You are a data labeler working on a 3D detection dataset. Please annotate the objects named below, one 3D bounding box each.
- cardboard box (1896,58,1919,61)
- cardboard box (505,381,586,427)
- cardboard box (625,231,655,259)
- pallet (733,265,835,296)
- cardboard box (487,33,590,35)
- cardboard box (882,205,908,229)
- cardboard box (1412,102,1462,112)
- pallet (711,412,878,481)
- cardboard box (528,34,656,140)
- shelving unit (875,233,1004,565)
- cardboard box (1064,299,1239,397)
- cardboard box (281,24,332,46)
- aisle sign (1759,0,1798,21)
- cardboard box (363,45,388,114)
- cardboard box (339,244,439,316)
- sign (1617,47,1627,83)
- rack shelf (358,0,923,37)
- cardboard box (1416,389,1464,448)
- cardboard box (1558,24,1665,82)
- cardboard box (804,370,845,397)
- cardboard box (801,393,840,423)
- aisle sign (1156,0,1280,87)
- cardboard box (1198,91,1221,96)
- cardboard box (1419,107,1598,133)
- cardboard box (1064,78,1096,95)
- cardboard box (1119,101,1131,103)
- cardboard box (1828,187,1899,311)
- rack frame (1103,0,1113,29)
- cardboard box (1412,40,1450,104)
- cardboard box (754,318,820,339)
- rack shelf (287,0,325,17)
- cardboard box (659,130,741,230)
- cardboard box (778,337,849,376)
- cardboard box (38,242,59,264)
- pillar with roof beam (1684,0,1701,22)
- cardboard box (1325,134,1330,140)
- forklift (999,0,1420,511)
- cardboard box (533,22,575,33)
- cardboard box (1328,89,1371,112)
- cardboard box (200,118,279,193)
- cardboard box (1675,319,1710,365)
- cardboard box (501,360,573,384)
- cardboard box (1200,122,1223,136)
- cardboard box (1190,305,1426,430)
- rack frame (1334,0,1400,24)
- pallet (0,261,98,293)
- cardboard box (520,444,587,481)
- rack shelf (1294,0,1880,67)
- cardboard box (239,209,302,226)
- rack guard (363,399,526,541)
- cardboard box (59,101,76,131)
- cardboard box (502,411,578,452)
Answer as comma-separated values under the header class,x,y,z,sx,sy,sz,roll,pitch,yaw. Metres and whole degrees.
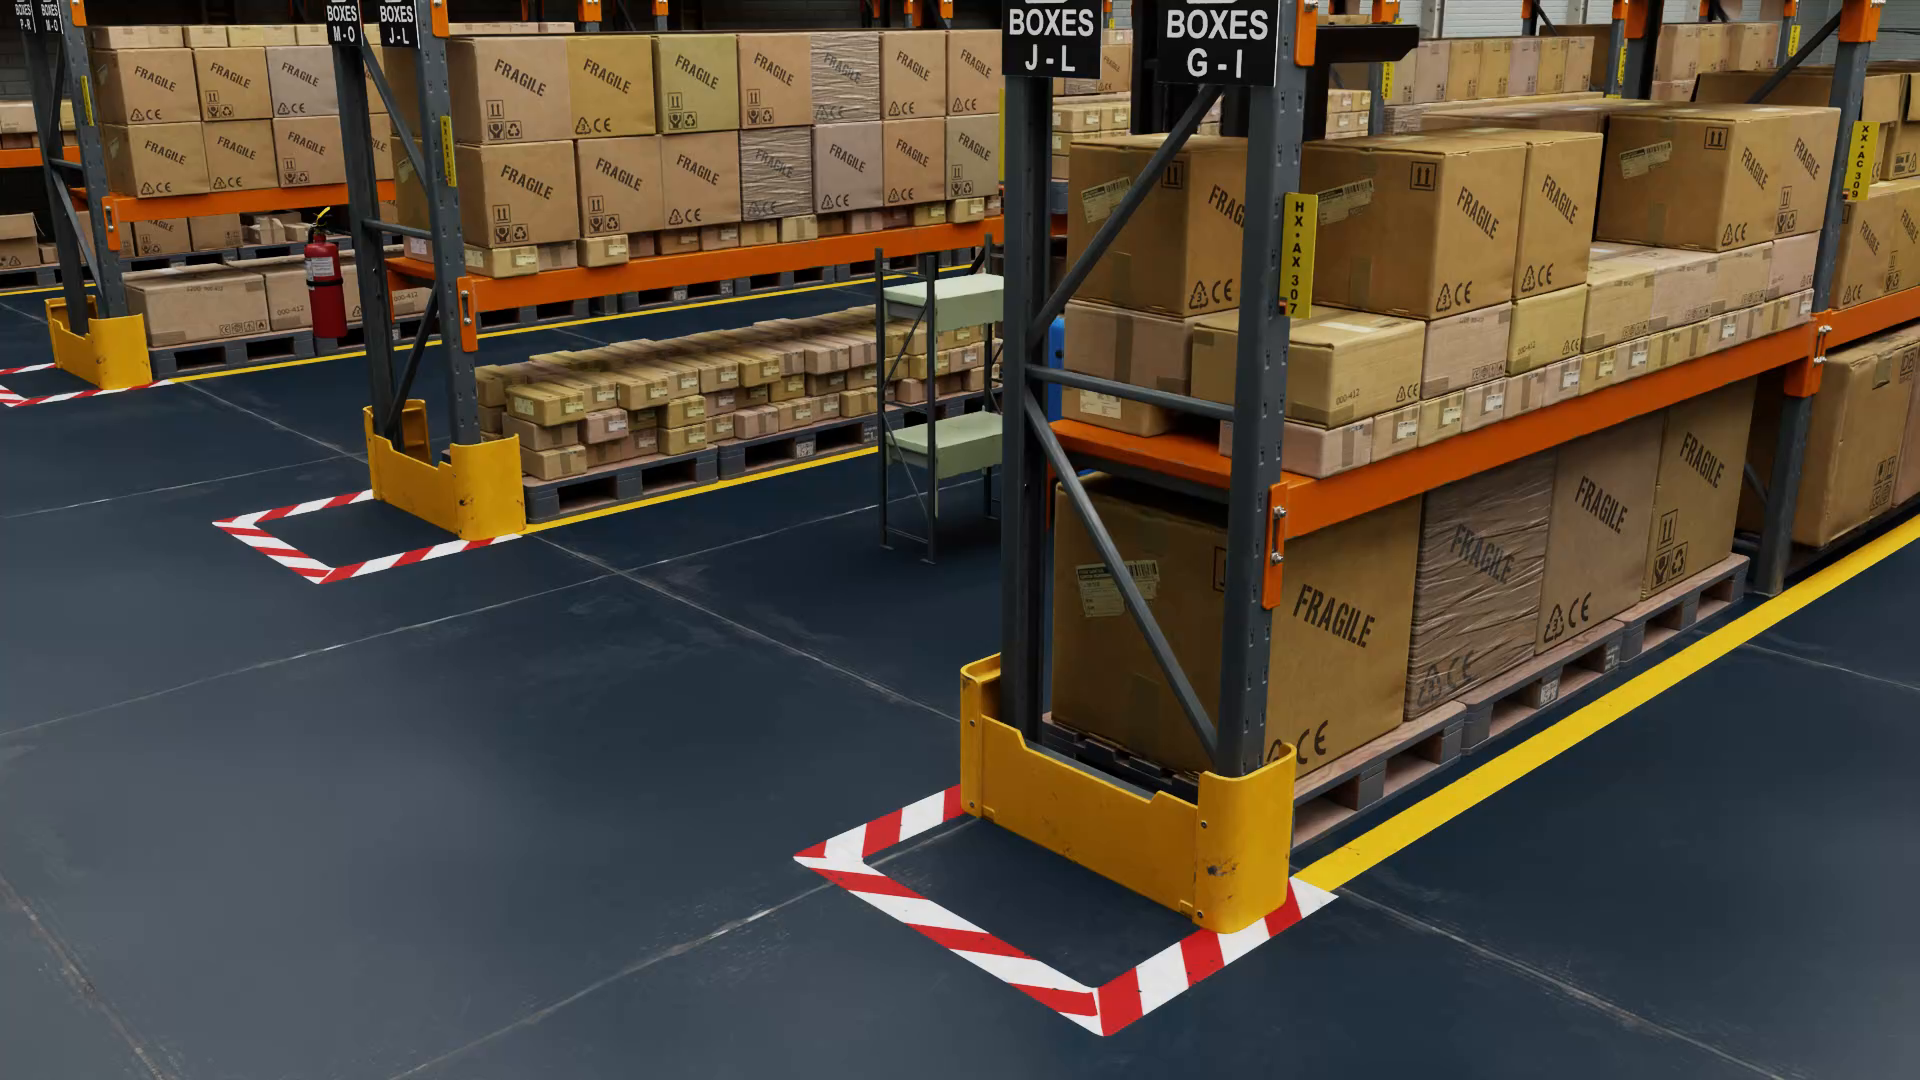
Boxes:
class,x,y,z,sx,sy,sz,roll,pitch,yaw
cardboard box,5.790,-2.498,9.537,0.637,0.503,0.797,-15,23,-39
cardboard box,-2.201,-0.724,8.830,0.380,0.149,0.250,17,24,41
cardboard box,-1.871,-1.632,9.061,0.250,0.149,0.380,-15,23,-38
pallet,-1.987,-2.611,16.197,1.213,0.211,1.003,-16,24,-41
cardboard box,-2.285,-2.487,9.026,0.500,0.500,0.500,17,25,42
cardboard box,-0.537,-2.016,10.246,0.380,0.149,0.250,17,25,42
cardboard box,3.877,-3.448,14.093,0.500,0.500,0.500,-17,24,-41
pallet,-1.259,-0.673,10.219,1.213,0.211,1.003,-16,24,-41
cardboard box,-1.944,-2.371,8.668,0.500,0.500,0.500,-15,23,-39
shelving unit,0.005,-0.715,8.258,0.755,1.500,0.431,-16,24,-41
cardboard box,0.689,-0.662,5.422,0.500,0.250,0.500,-17,24,-42
cardboard box,-4.888,-3.767,12.403,0.250,0.149,0.380,-16,24,-40
aisle sign,9.068,-6.137,18.334,0.004,0.787,0.394,-16,24,-41
cardboard box,-4.644,-3.539,12.753,0.500,0.500,0.500,-16,24,-41
cardboard box,-4.563,-2.180,13.818,0.875,0.438,0.875,17,25,42
sign,6.284,-4.499,15.747,0.005,0.325,0.100,-16,24,-41
rack shelf,-1.362,-3.071,9.395,4.000,0.370,1.077,-16,24,-41
cardboard box,1.375,-0.420,5.324,0.250,0.149,0.380,-17,25,-42
cardboard box,6.516,-4.903,16.749,0.550,0.550,0.875,-16,24,-41
cardboard box,-0.920,-0.994,10.147,0.380,0.149,0.250,17,24,41
cardboard box,-0.947,-0.834,10.136,0.250,0.149,0.380,-16,24,-40
aisle sign,0.673,-1.583,4.290,0.004,0.787,0.394,-16,24,-41
cardboard box,1.766,-3.344,12.696,0.250,0.149,0.380,-15,23,-38
cardboard box,2.164,-1.446,6.625,0.500,0.500,0.500,17,25,42
cardboard box,1.133,-5.108,18.050,0.500,0.500,0.500,17,24,42
cardboard box,1.263,-2.920,11.389,0.250,0.149,0.380,-17,24,-42
cardboard box,3.932,-1.366,7.672,0.500,0.500,0.500,-16,24,-41
rack frame,1.924,-7.152,25.680,0.127,3.000,1.000,-16,24,-41
cardboard box,3.698,-3.981,14.116,0.500,0.500,0.700,-17,24,-42
cardboard box,-1.107,-1.304,10.620,0.250,0.149,0.380,-16,24,-40
rack shelf,-8.249,-5.270,16.179,4.000,0.370,1.077,-16,24,-41
cardboard box,-1.563,-2.005,9.159,0.500,0.500,0.500,-16,24,-40
cardboard box,-0.885,-1.110,10.021,0.380,0.149,0.250,17,24,42
cardboard box,-8.857,-2.795,16.183,0.380,0.149,0.250,17,24,42
pillar with roof beam,21.195,-14.181,37.632,0.400,9.000,9.100,-16,24,-41
cardboard box,2.587,-3.023,12.672,0.250,0.149,0.380,-16,24,-40
forklift,1.725,-1.752,9.135,3.031,2.935,1.130,-12,21,-32
cardboard box,-3.388,-4.193,13.718,0.250,0.149,0.380,-17,24,-42
cardboard box,2.957,-3.414,12.913,0.380,0.149,0.250,17,24,42
cardboard box,-5.395,-2.848,12.244,0.500,0.500,0.500,-17,24,-42
cardboard box,2.682,-0.801,6.499,0.250,0.149,0.380,-16,24,-40
cardboard box,-2.382,-0.898,9.368,0.250,0.149,0.380,-16,24,-40
cardboard box,1.644,-2.891,11.782,0.250,0.149,0.380,-17,24,-42
cardboard box,1.054,-0.541,5.049,0.500,0.250,0.500,-17,25,-42
rack frame,5.337,-6.040,22.252,0.127,3.000,1.000,-16,24,-41
pallet,-9.068,-2.620,16.225,1.213,0.211,1.003,-16,24,-41
cardboard box,-2.214,-0.445,8.935,0.250,0.149,0.380,-16,24,-40
rack shelf,1.973,-1.938,5.900,4.000,0.370,1.077,-16,24,-41
cardboard box,-7.438,-3.443,17.919,0.500,0.311,0.500,-15,23,-39
rack guard,-2.760,-0.389,8.875,0.348,0.500,1.175,-16,24,-41
cardboard box,-8.455,-4.083,15.974,0.500,0.250,0.500,-17,24,-42
cardboard box,-2.258,-0.601,8.933,0.250,0.149,0.380,-15,23,-39
